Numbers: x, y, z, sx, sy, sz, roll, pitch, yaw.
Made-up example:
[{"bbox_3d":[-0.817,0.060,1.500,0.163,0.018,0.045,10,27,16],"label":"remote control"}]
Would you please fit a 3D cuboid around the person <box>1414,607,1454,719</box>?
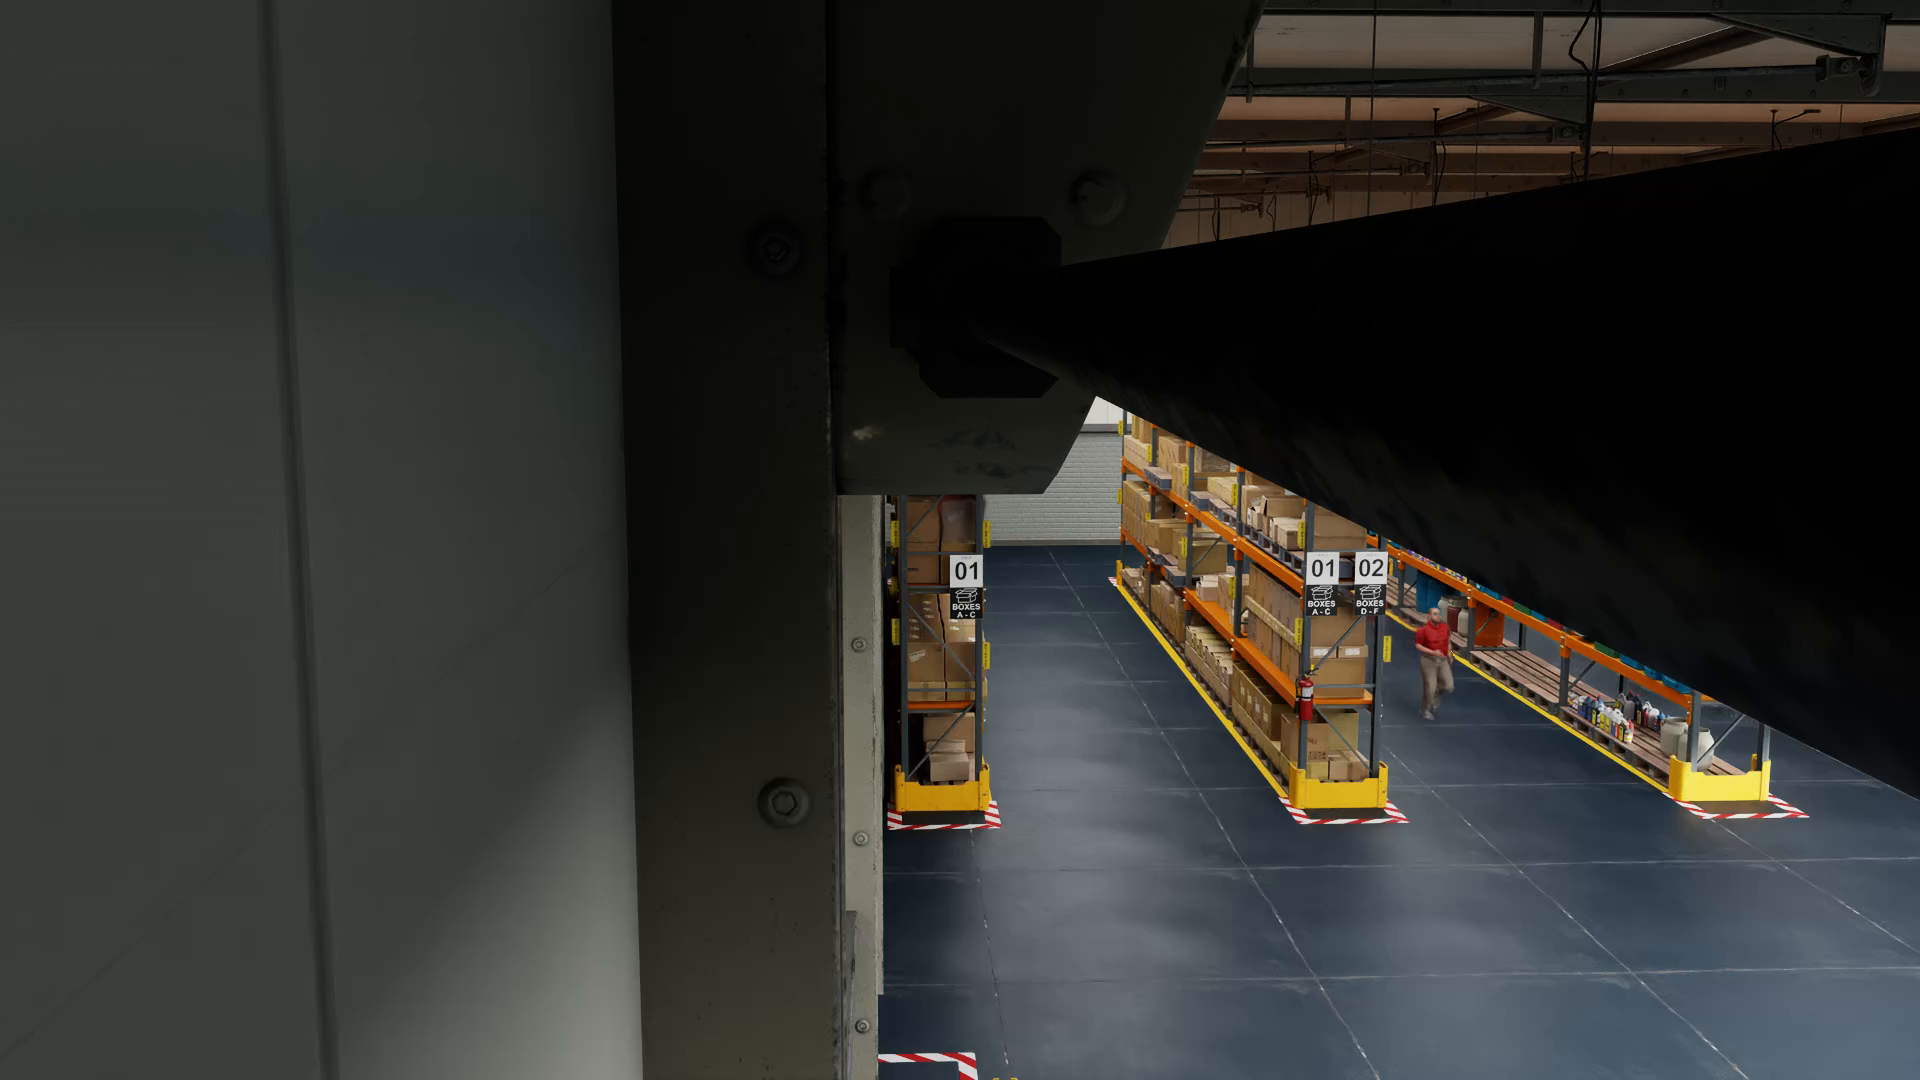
[{"bbox_3d":[7.140,1.852,24.890,0.674,1.692,0.614,-3,9,-17],"label":"person"}]
